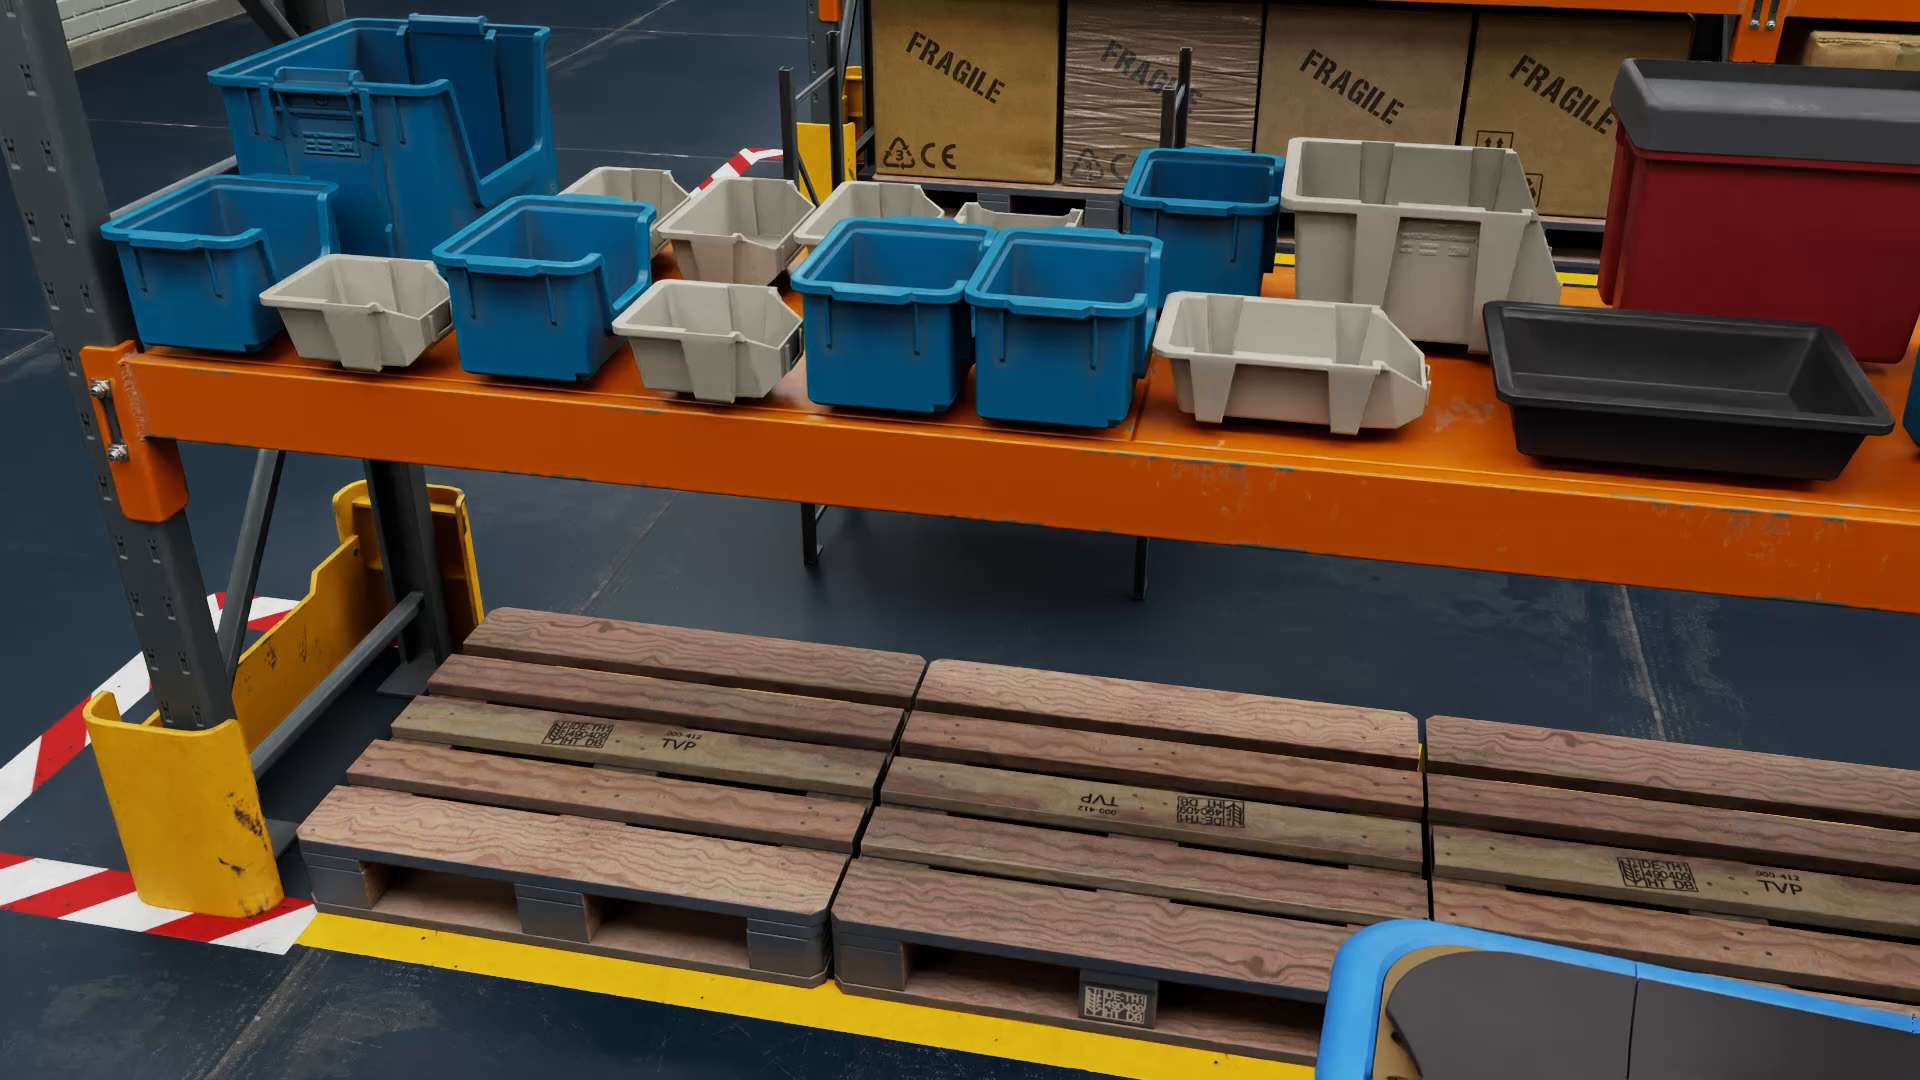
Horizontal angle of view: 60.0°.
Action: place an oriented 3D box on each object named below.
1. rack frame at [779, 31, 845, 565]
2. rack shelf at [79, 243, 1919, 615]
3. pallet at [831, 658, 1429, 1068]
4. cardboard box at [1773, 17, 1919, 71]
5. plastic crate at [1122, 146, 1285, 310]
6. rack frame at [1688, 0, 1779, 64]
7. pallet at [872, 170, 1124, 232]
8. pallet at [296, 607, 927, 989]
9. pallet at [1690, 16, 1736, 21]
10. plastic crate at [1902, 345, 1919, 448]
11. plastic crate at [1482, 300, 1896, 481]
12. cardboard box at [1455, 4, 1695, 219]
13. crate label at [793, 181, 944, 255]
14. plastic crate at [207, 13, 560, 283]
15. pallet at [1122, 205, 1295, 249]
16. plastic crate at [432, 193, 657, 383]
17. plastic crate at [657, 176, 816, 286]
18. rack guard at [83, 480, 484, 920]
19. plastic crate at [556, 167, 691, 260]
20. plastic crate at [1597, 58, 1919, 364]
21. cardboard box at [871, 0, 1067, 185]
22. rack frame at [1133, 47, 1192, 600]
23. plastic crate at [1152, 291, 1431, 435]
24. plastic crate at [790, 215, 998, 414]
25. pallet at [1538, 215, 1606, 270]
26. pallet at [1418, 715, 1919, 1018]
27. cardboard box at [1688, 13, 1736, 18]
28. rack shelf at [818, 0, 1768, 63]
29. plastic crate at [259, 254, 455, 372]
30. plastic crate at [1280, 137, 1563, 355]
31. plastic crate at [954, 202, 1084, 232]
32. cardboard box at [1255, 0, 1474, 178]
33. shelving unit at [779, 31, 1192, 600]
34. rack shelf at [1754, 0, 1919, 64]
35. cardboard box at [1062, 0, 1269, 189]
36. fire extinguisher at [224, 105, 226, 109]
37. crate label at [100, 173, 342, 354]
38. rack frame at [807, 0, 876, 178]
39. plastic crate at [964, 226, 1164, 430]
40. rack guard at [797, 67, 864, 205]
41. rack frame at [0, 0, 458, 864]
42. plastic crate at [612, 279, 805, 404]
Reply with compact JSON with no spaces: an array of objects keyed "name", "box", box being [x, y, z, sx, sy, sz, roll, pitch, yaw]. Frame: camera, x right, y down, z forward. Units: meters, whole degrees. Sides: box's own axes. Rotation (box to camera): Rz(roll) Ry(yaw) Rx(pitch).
[{"name":"rack frame","box":[-0.414,-0.700,4.967,0.032,1.500,0.500,6,29,11]},{"name":"rack shelf","box":[0.387,-0.244,3.321,4.000,0.370,1.077,6,29,11]},{"name":"pallet","box":[0.419,0.688,3.774,1.213,0.211,1.003,6,29,11]},{"name":"cardboard box","box":[4.007,-1.882,7.340,0.875,0.875,1.225,6,29,11]},{"name":"plastic crate","box":[0.493,-0.627,3.384,0.300,0.233,0.416,6,29,11]},{"name":"rack frame","box":[3.377,-2.685,7.030,0.127,3.000,1.000,6,29,11]},{"name":"pallet","box":[0.264,-1.819,8.353,1.213,0.211,1.003,6,29,11]},{"name":"pallet","box":[-0.771,0.564,4.000,1.213,0.211,1.003,6,29,11]},{"name":"pallet","box":[5.273,-3.703,11.795,1.213,0.211,1.003,6,29,11]},{"name":"plastic crate","box":[1.815,-0.265,2.564,0.575,0.384,0.392,6,29,11]},{"name":"plastic crate","box":[1.192,-0.250,2.808,0.590,0.125,0.437,6,29,11]},{"name":"cardboard box","box":[2.748,-2.041,7.629,0.875,0.875,0.875,6,29,11]},{"name":"crate label","box":[-0.176,-0.621,3.474,0.243,0.136,0.396,6,29,11]},{"name":"plastic crate","box":[-1.203,-0.856,3.590,0.499,0.435,0.616,6,29,11]},{"name":"pallet","box":[1.453,-1.696,8.128,1.213,0.211,1.003,6,29,11]},{"name":"plastic crate","box":[-0.753,-0.467,3.092,0.300,0.233,0.416,6,29,11]},{"name":"plastic crate","box":[-0.453,-0.638,3.504,0.243,0.136,0.396,6,29,11]},{"name":"rack guard","box":[-1.595,0.340,4.108,0.348,0.500,1.175,6,29,11]},{"name":"plastic crate","box":[-0.734,-0.674,3.569,0.243,0.136,0.396,6,29,11]},{"name":"plastic crate","box":[1.522,-0.620,3.130,0.583,0.464,0.402,6,29,11]},{"name":"cardboard box","box":[0.108,-2.311,8.124,0.875,0.875,0.875,6,29,11]},{"name":"rack frame","box":[0.581,-0.598,4.781,0.032,1.500,0.500,6,29,11]},{"name":"plastic crate","box":[0.577,-0.303,2.892,0.466,0.136,0.293,6,29,11]},{"name":"plastic crate","box":[-0.109,-0.401,2.971,0.300,0.233,0.416,6,29,11]},{"name":"pallet","box":[2.650,-1.575,7.906,1.213,0.211,1.003,6,29,11]},{"name":"pallet","box":[1.616,0.809,3.553,1.213,0.211,1.003,6,29,11]},{"name":"cardboard box","box":[5.179,-3.893,11.403,0.500,0.500,0.500,7,29,13]},{"name":"rack shelf","box":[1.421,-2.570,7.569,4.000,0.370,1.077,6,29,11]},{"name":"plastic crate","box":[-1.100,-0.420,3.106,0.298,0.136,0.250,6,29,11]},{"name":"plastic crate","box":[0.888,-0.573,3.233,0.530,0.282,0.437,6,29,11]},{"name":"plastic crate","box":[0.118,-0.600,3.435,0.250,0.136,0.298,6,29,11]},{"name":"cardboard box","box":[1.868,-2.131,7.794,0.875,0.875,0.875,6,29,11]},{"name":"shelving unit","box":[0.083,-0.649,4.874,1.048,1.500,0.538,6,29,11]},{"name":"rack shelf","box":[5.333,-2.169,6.837,4.000,0.370,1.077,6,29,11]},{"name":"cardboard box","box":[0.998,-2.220,7.957,0.875,0.875,0.875,6,29,11]},{"name":"fire extinguisher","box":[-1.622,-0.791,4.040,0.183,0.674,0.296,6,29,11]},{"name":"crate label","box":[-1.396,-0.533,3.212,0.303,0.233,0.416,6,29,11]},{"name":"rack frame","box":[-0.535,-3.086,7.763,0.127,3.000,1.000,6,29,11]},{"name":"plastic crate","box":[0.185,-0.371,2.916,0.300,0.233,0.416,6,29,11]},{"name":"rack guard","box":[-0.558,-1.992,8.368,0.348,0.500,1.175,6,29,11]},{"name":"rack frame","box":[-1.569,-0.760,3.514,0.127,3.000,1.000,6,29,11]},{"name":"plastic crate","box":[-0.437,-0.352,2.982,0.298,0.136,0.250,6,29,11]}]
